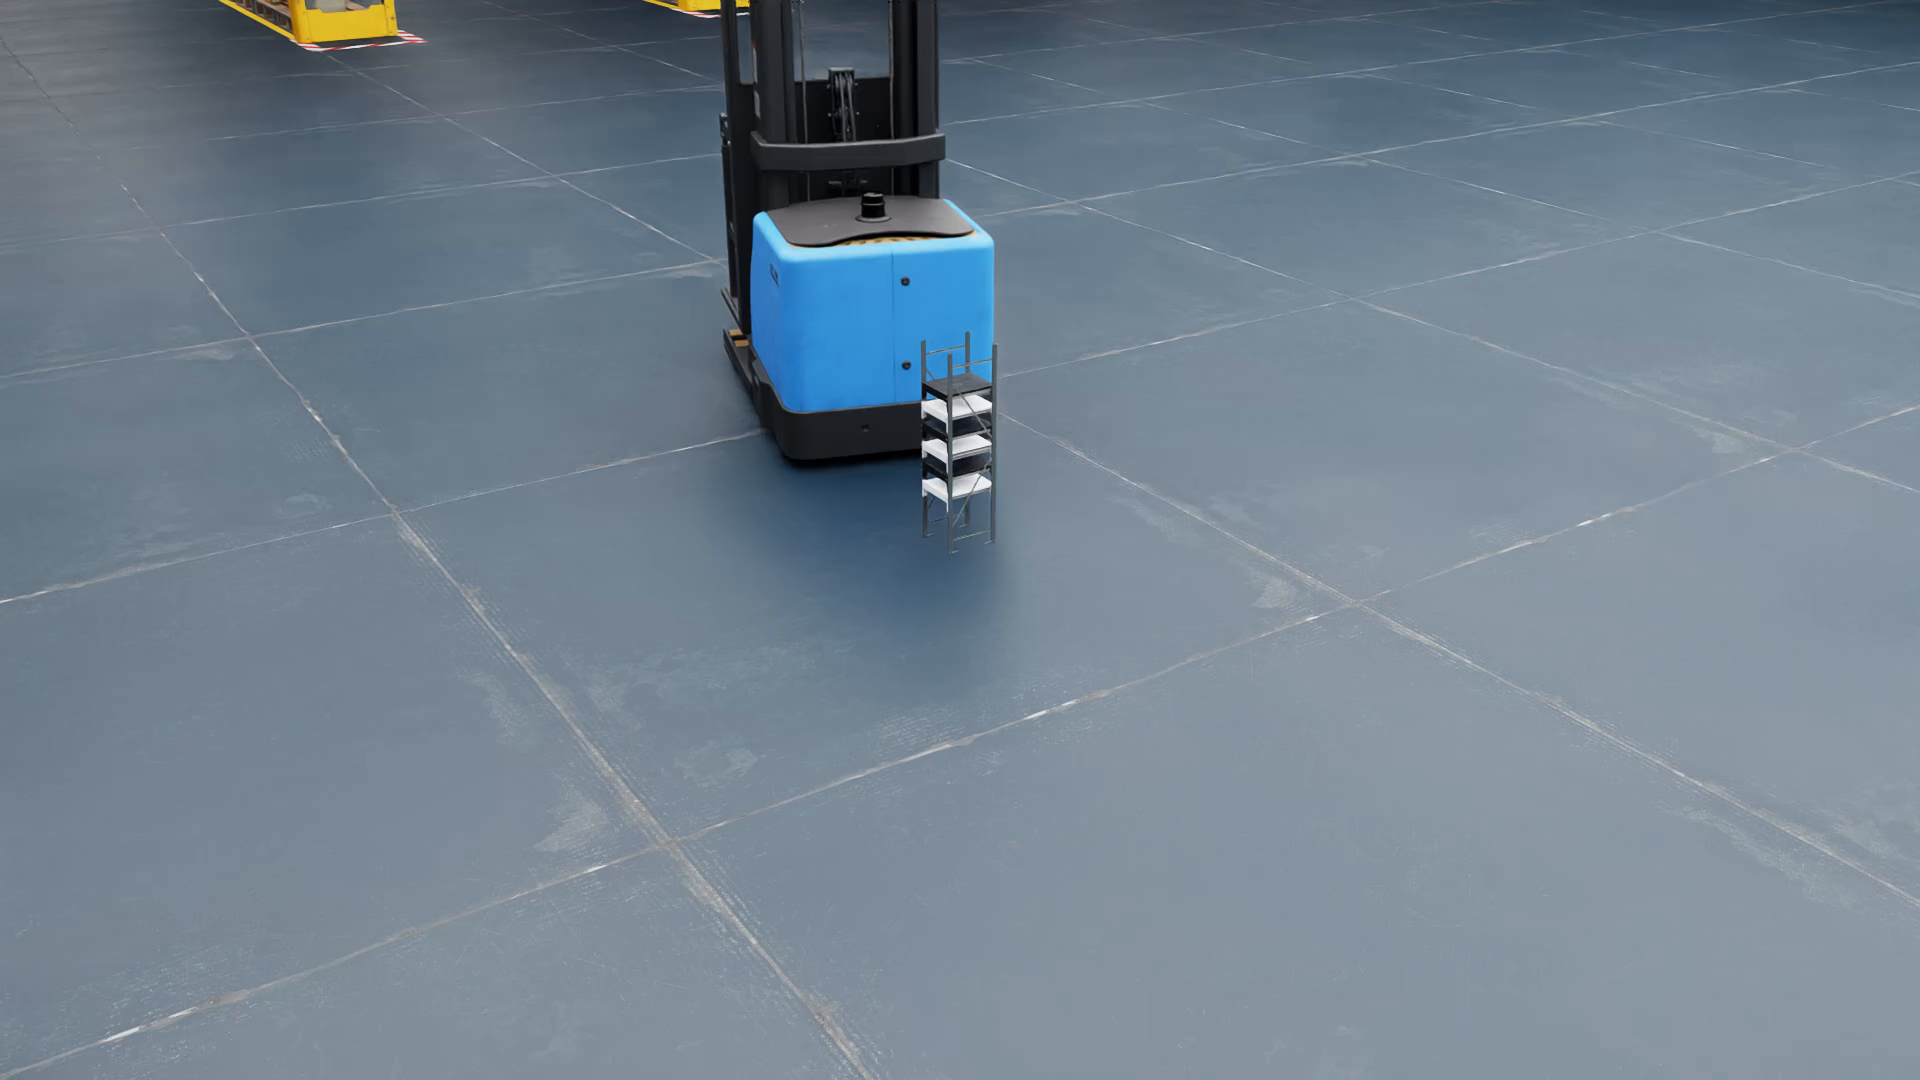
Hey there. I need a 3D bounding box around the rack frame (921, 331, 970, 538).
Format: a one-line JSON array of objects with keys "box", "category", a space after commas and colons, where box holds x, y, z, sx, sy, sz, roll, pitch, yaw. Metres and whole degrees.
[{"box": [-0.060, -0.446, 7.141, 0.240, 0.900, 0.006, -16, 29, -30], "category": "rack frame"}]

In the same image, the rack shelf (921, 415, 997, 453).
[{"box": [-0.004, -0.461, 7.040, 0.258, 0.077, 0.200, -16, 29, -30], "category": "rack shelf"}]

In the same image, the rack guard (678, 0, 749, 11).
[{"box": [-3.239, -7.480, 22.509, 1.175, 0.500, 0.348, -16, 29, -30], "category": "rack guard"}]

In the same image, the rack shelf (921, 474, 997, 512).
[{"box": [-0.004, -0.217, 7.155, 0.258, 0.077, 0.200, -16, 29, -30], "category": "rack shelf"}]

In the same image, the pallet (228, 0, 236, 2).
[{"box": [-9.993, -7.871, 23.675, 1.003, 0.211, 1.213, -16, 29, -30], "category": "pallet"}]

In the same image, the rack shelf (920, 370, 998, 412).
[{"box": [-0.004, -0.624, 6.963, 0.258, 0.077, 0.200, -16, 29, -30], "category": "rack shelf"}]

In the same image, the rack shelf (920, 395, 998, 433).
[{"box": [-0.004, -0.542, 7.001, 0.258, 0.077, 0.200, -16, 29, -30], "category": "rack shelf"}]

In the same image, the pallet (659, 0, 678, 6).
[{"box": [-3.653, -7.648, 23.204, 1.003, 0.211, 1.213, -16, 29, -30], "category": "pallet"}]

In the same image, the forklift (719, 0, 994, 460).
[{"box": [-0.713, -2.310, 8.710, 1.130, 2.935, 3.031, -7, 26, -14], "category": "forklift"}]

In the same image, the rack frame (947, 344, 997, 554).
[{"box": [0.051, -0.373, 6.987, 0.240, 0.900, 0.006, -16, 29, -30], "category": "rack frame"}]

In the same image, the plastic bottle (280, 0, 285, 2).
[{"box": [-8.743, -7.076, 21.392, 0.061, 0.283, 0.133, -16, 29, -30], "category": "plastic bottle"}]

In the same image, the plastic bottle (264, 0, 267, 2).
[{"box": [-8.908, -7.097, 21.445, 0.152, 0.276, 0.135, -16, 30, -31], "category": "plastic bottle"}]

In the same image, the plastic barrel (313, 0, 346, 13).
[{"box": [-7.771, -6.711, 20.376, 0.421, 0.512, 0.421, 0, 25, 0], "category": "plastic barrel"}]

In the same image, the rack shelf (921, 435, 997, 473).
[{"box": [-0.004, -0.380, 7.078, 0.258, 0.077, 0.200, -16, 29, -30], "category": "rack shelf"}]

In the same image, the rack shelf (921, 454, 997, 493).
[{"box": [-0.004, -0.298, 7.117, 0.258, 0.077, 0.200, -16, 29, -30], "category": "rack shelf"}]

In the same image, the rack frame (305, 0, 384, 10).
[{"box": [-7.348, -7.429, 19.473, 1.000, 3.000, 0.127, -16, 29, -30], "category": "rack frame"}]

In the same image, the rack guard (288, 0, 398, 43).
[{"box": [-7.429, -6.315, 20.041, 1.175, 0.500, 0.348, -16, 29, -30], "category": "rack guard"}]

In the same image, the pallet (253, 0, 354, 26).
[{"box": [-8.530, -6.912, 21.644, 1.003, 0.211, 1.213, -16, 29, -30], "category": "pallet"}]

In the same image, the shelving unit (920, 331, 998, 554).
[{"box": [-0.004, -0.410, 7.064, 0.258, 0.900, 0.210, -16, 29, -30], "category": "shelving unit"}]

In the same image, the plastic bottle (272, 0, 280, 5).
[{"box": [-8.718, -6.917, 21.152, 0.097, 0.201, 0.097, 0, 25, 0], "category": "plastic bottle"}]

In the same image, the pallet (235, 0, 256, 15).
[{"box": [-9.200, -7.349, 22.570, 1.003, 0.211, 1.213, -16, 29, -30], "category": "pallet"}]

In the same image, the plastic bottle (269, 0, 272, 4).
[{"box": [-8.797, -6.992, 21.214, 0.061, 0.283, 0.133, -15, 29, -28], "category": "plastic bottle"}]

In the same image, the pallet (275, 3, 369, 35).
[{"box": [-7.868, -6.476, 20.721, 1.003, 0.211, 1.213, -16, 29, -30], "category": "pallet"}]

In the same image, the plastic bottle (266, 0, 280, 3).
[{"box": [-8.832, -7.048, 21.340, 0.152, 0.276, 0.135, -15, 29, -29], "category": "plastic bottle"}]
